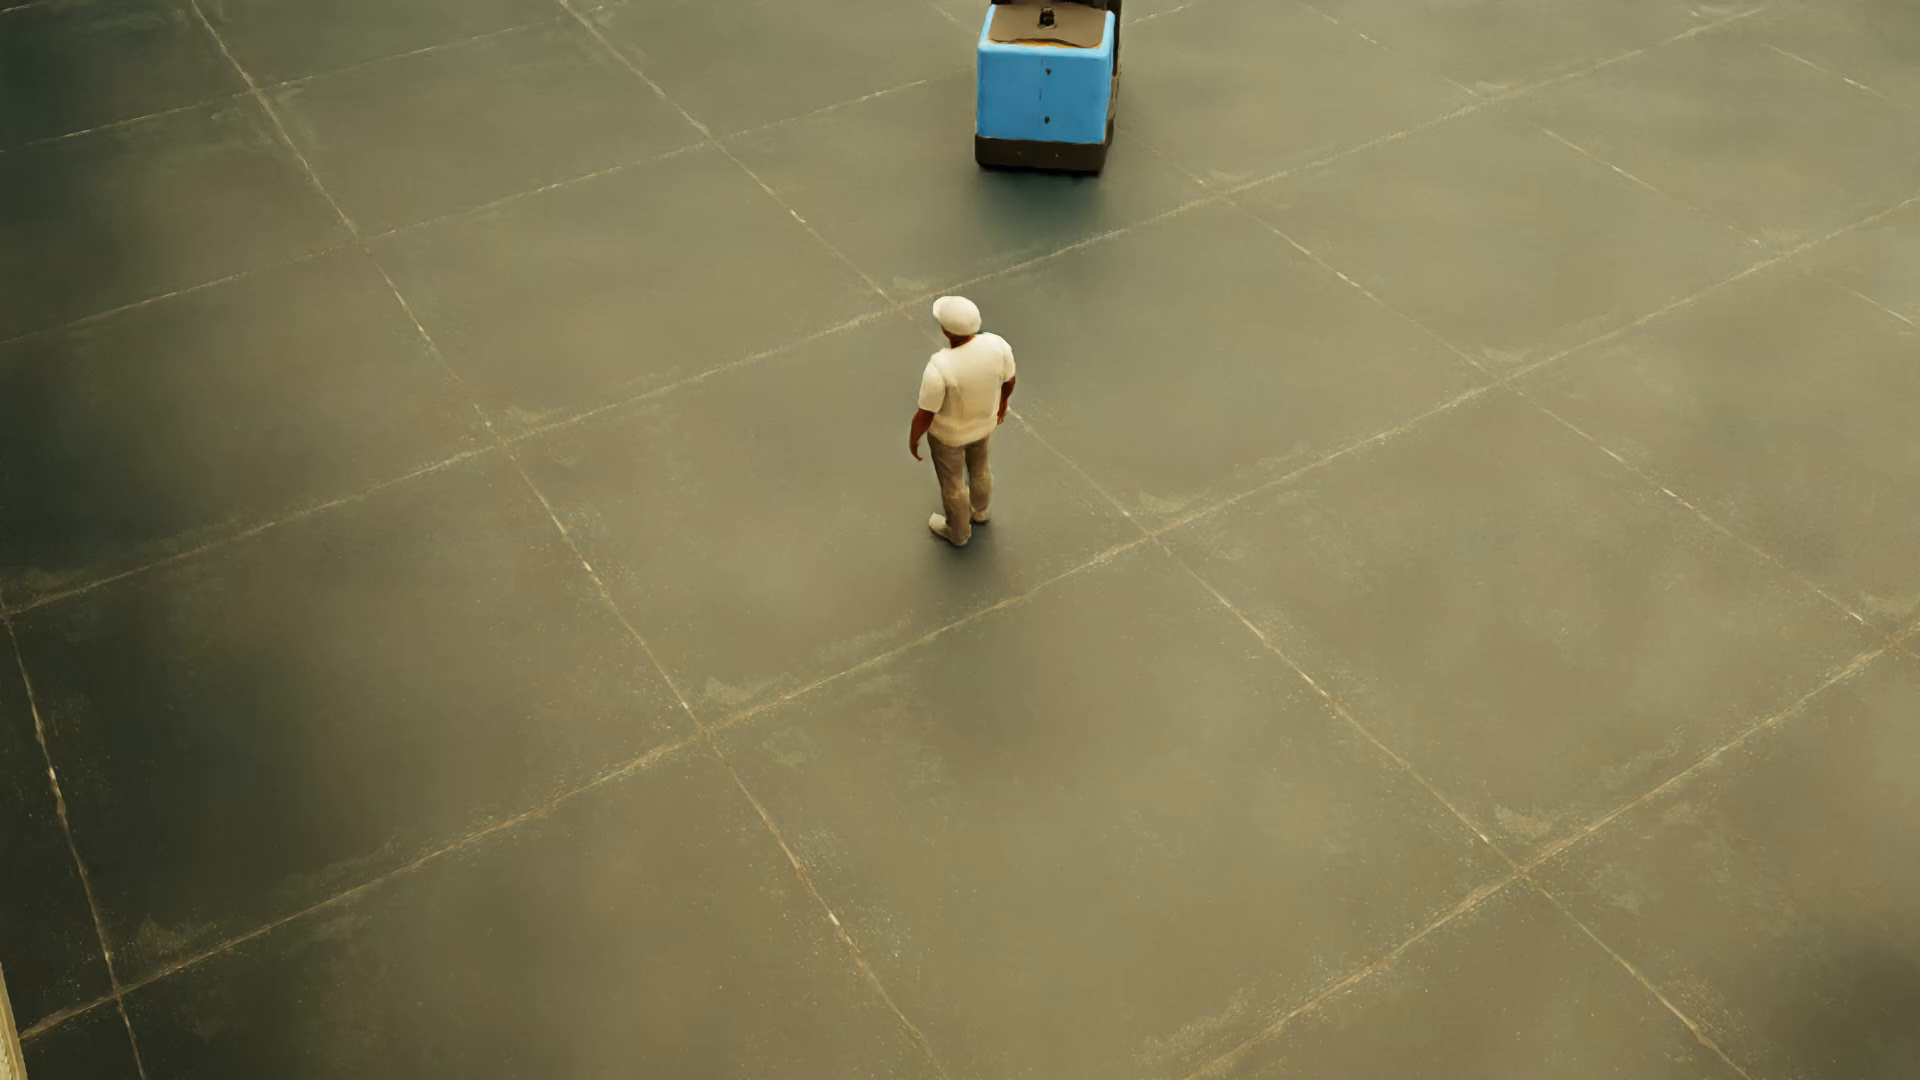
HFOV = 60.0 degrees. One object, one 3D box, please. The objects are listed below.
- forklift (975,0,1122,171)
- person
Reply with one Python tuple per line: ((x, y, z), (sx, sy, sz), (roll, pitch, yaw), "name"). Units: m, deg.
((0.830, -5.044, 13.643), (1.130, 2.935, 3.031), (5, 41, 6), "forklift")
((-0.033, -0.709, 9.561), (0.665, 1.760, 0.576), (-23, 46, -24), "person")
